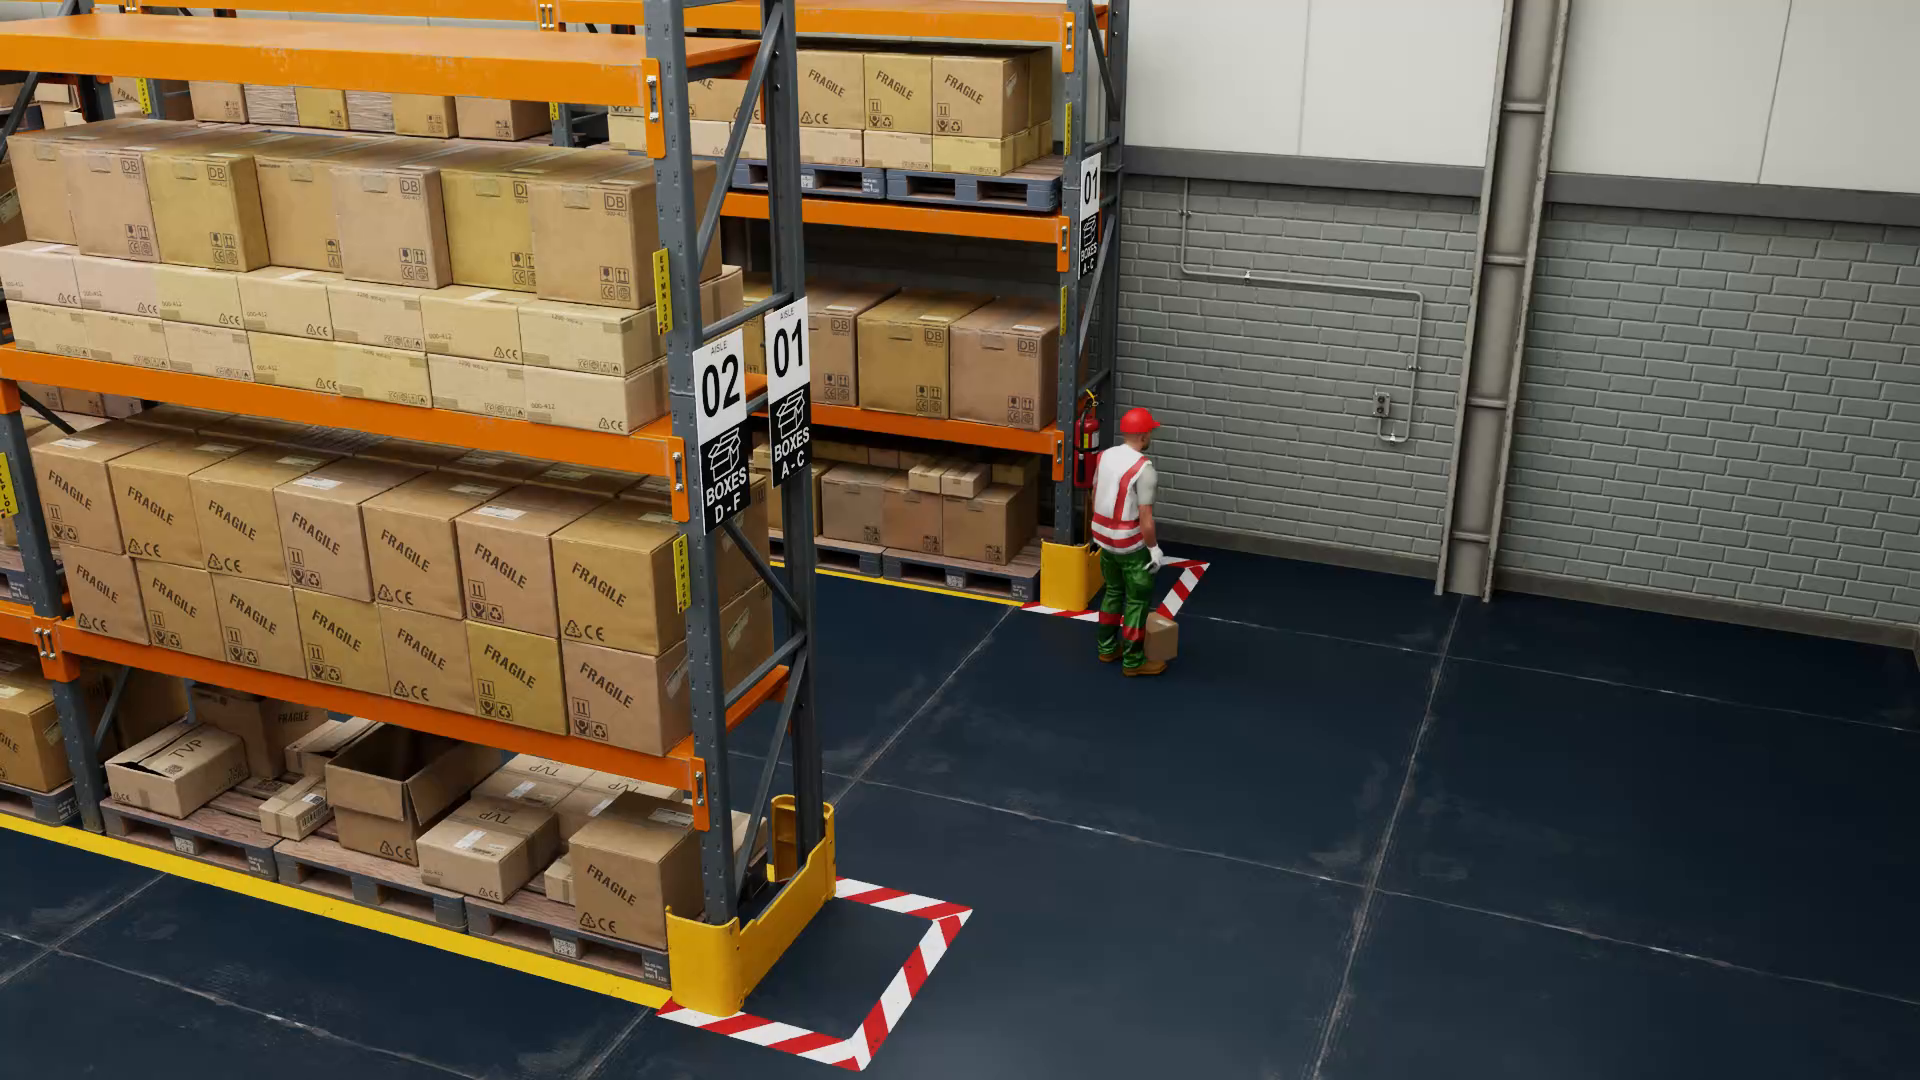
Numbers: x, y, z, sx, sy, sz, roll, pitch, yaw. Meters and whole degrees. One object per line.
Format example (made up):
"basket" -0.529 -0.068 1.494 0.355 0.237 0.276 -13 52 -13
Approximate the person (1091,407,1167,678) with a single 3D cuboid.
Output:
"person" 1.104 0.005 10.907 0.451 1.777 0.610 -14 26 -31
